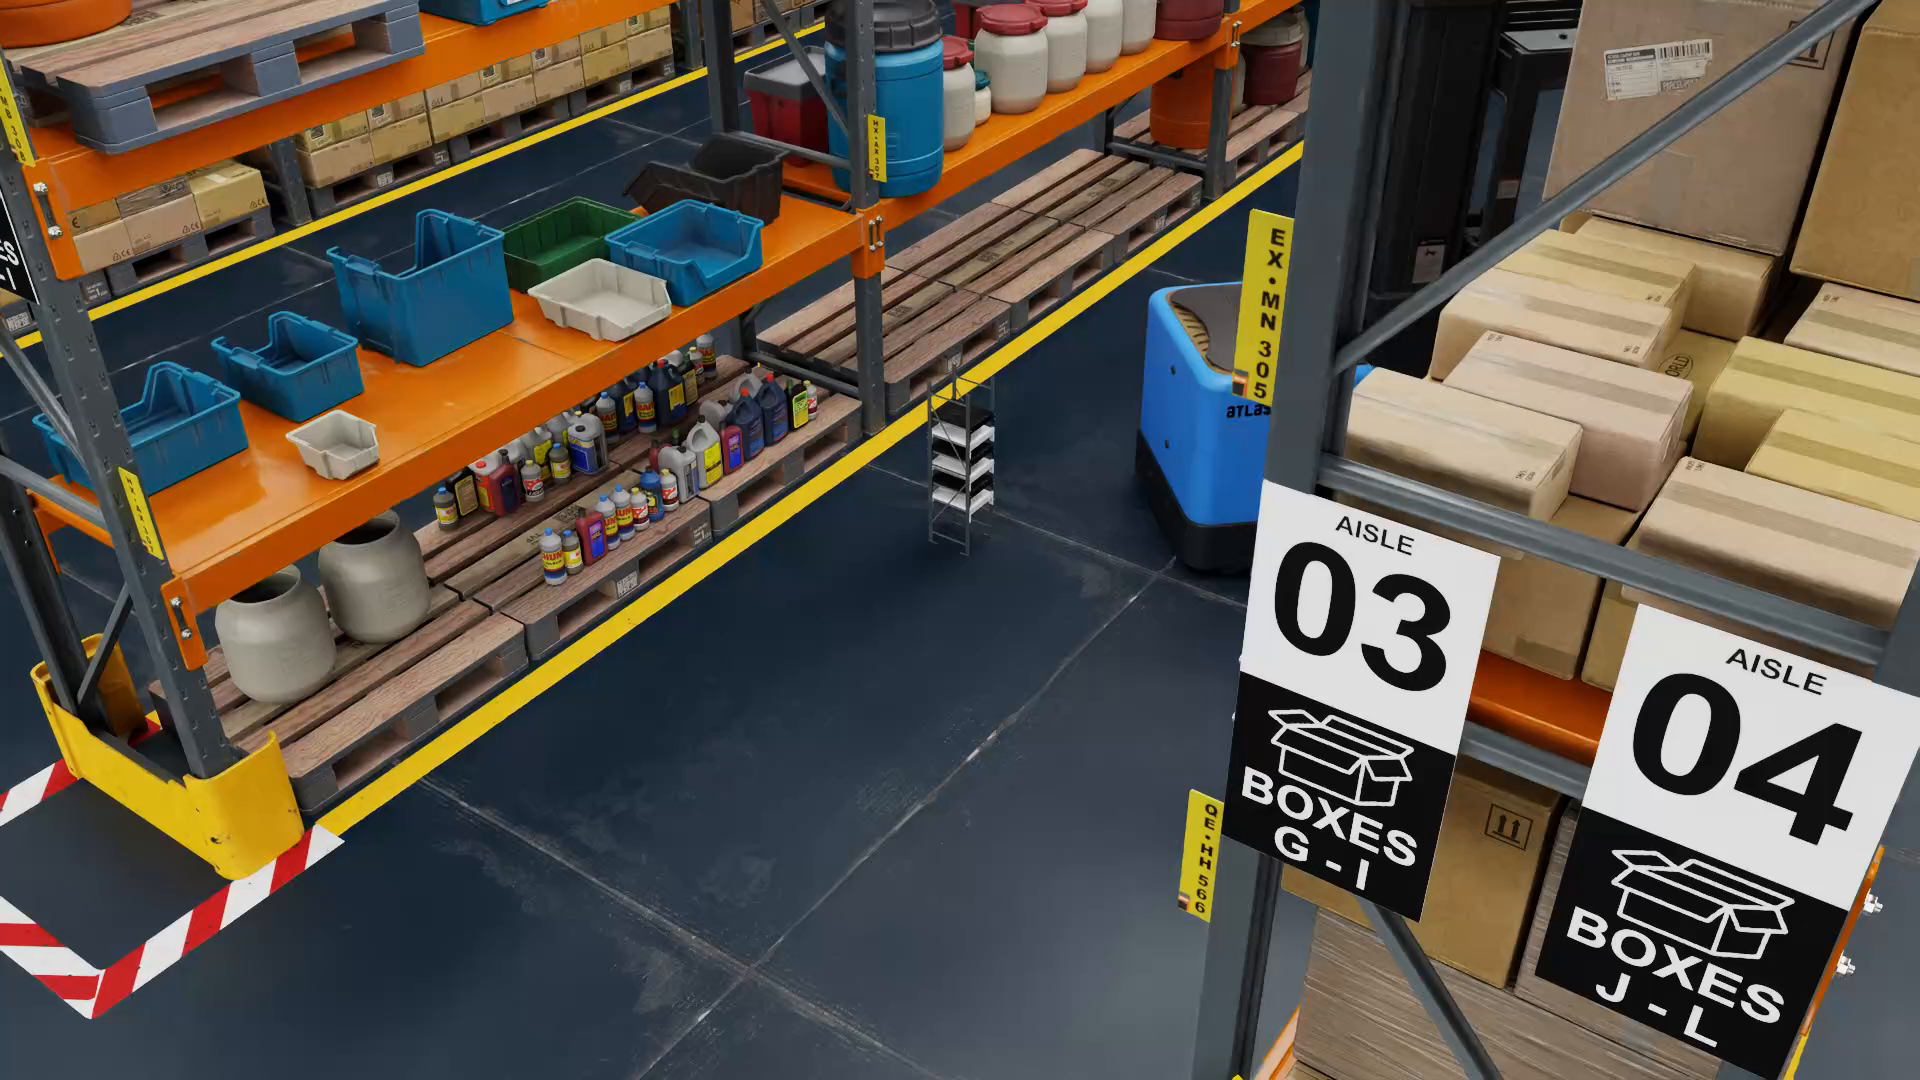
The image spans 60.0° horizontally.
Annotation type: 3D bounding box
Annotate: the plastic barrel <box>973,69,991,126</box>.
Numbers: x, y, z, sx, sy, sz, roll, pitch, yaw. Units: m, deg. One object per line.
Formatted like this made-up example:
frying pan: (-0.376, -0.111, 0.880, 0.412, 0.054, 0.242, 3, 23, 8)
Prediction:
plastic barrel: (0.028, -2.491, 9.380, 0.301, 0.262, 0.301, 0, 34, 0)

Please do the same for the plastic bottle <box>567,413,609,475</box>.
plastic bottle: (-1.868, -0.485, 8.329, 0.152, 0.276, 0.135, 21, 39, 28)

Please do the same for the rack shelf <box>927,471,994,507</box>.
rack shelf: (0.005, -0.274, 8.073, 0.258, 0.077, 0.200, 21, 39, 28)

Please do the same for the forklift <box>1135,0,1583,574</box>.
forklift: (2.478, -1.440, 7.762, 3.031, 2.935, 1.130, -6, 34, -8)

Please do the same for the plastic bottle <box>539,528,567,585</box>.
plastic bottle: (-1.844, 0.065, 7.518, 0.097, 0.271, 0.097, 0, 34, 0)

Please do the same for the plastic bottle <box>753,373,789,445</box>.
plastic bottle: (-0.983, -0.685, 8.557, 0.144, 0.351, 0.185, 20, 39, 27)

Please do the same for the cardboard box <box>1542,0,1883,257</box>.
cardboard box: (1.611, -0.974, 3.534, 0.500, 0.500, 0.500, 21, 39, 28)

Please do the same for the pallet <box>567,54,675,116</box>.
pallet: (-3.141, -3.892, 13.816, 1.003, 0.211, 1.213, 21, 39, 28)

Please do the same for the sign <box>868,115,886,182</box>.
sign: (-0.407, -1.922, 8.168, 0.100, 0.325, 0.005, 21, 39, 28)

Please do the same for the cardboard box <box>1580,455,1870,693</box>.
cardboard box: (1.423, 0.115, 2.859, 0.500, 0.250, 0.500, 23, 40, 30)

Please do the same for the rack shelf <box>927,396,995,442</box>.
rack shelf: (0.005, -0.573, 7.871, 0.258, 0.077, 0.200, 21, 39, 28)

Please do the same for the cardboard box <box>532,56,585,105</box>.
cardboard box: (-3.319, -3.659, 13.063, 0.500, 0.250, 0.500, 22, 40, 29)

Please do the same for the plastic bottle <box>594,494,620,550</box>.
plastic bottle: (-1.648, -0.092, 7.752, 0.097, 0.271, 0.097, 0, 34, 0)

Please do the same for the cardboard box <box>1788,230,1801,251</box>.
cardboard box: (1.866, -0.746, 4.132, 0.500, 0.250, 0.500, 21, 39, 27)

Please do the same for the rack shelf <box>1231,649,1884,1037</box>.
rack shelf: (2.076, -0.431, 4.174, 1.077, 0.370, 4.000, 21, 39, 28)

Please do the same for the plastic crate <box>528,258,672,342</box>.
plastic crate: (-1.570, -1.051, 7.362, 0.530, 0.136, 0.437, 21, 39, 28)

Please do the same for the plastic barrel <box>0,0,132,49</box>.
plastic barrel: (-2.961, -2.006, 5.103, 0.600, 0.830, 0.708, 21, 39, 28)

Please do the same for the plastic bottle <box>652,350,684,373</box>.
plastic bottle: (-1.556, -0.878, 8.910, 0.152, 0.276, 0.135, 23, 40, 30)

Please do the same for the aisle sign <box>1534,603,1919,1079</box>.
aisle sign: (1.147, 0.482, 2.539, 0.394, 0.787, 0.004, 21, 39, 28)

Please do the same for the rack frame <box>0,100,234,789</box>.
rack frame: (-3.133, -0.148, 5.791, 1.000, 3.000, 0.127, 21, 39, 28)

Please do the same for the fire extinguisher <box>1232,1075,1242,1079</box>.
fire extinguisher: (0.492, 1.372, 3.613, 0.296, 0.674, 0.183, 21, 39, 28)

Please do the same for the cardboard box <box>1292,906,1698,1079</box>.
cardboard box: (1.272, 1.025, 3.701, 0.875, 0.500, 0.500, 21, 39, 28)

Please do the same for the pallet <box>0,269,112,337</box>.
pallet: (-6.103, -1.501, 10.281, 1.003, 0.211, 1.213, 21, 39, 28)

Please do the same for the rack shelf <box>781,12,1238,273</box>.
rack shelf: (0.288, -2.611, 10.075, 1.077, 0.370, 4.000, 21, 39, 28)

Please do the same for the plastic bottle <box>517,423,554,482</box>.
plastic bottle: (-2.110, -0.466, 8.234, 0.144, 0.351, 0.185, 23, 40, 30)

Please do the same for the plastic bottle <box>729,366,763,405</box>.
plastic bottle: (-1.102, -0.731, 8.625, 0.144, 0.351, 0.185, 21, 39, 28)

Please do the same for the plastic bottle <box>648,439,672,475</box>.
plastic bottle: (-1.460, -0.380, 8.167, 0.061, 0.283, 0.133, 21, 39, 28)

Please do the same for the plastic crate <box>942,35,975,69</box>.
plastic crate: (-0.092, -2.792, 9.891, 0.450, 0.188, 0.662, 21, 39, 28)

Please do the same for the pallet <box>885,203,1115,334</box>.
pallet: (0.258, -1.771, 10.680, 1.003, 0.211, 1.213, 21, 39, 28)

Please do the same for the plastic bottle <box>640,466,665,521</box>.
plastic bottle: (-1.476, -0.232, 7.958, 0.097, 0.271, 0.097, 0, 34, 0)

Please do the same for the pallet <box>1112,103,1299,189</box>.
pallet: (1.843, -3.050, 12.572, 1.003, 0.211, 1.213, 21, 39, 28)

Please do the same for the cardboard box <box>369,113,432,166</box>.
cardboard box: (-4.194, -2.949, 12.012, 0.500, 0.250, 0.500, 22, 40, 29)

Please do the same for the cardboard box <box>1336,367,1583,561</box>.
cardboard box: (0.837, -0.139, 2.878, 0.380, 0.149, 0.250, 21, 39, 28)

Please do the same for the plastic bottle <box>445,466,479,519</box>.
plastic bottle: (-2.395, -0.250, 7.973, 0.061, 0.283, 0.133, 22, 40, 29)

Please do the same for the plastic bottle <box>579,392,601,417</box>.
plastic bottle: (-1.890, -0.657, 8.576, 0.061, 0.283, 0.133, 23, 40, 30)

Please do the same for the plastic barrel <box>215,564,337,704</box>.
plastic barrel: (-2.821, 0.382, 6.854, 0.421, 0.512, 0.421, 0, 34, 0)

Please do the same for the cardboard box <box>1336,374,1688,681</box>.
cardboard box: (1.002, -0.049, 3.101, 0.500, 0.250, 0.500, 22, 40, 29)

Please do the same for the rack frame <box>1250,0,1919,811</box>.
rack frame: (0.935, -1.051, 1.771, 1.000, 3.000, 0.127, 21, 39, 28)

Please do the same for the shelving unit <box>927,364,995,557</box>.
shelving unit: (0.005, -0.376, 8.003, 0.258, 0.900, 0.210, 21, 39, 28)

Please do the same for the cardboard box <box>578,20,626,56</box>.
cardboard box: (-3.026, -4.119, 13.243, 0.500, 0.311, 0.500, 21, 39, 28)

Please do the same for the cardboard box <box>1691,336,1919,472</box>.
cardboard box: (1.553, -0.208, 2.980, 0.380, 0.149, 0.250, 21, 39, 27)

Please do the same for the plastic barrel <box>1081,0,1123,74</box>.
plastic barrel: (0.777, -3.140, 10.116, 0.421, 0.512, 0.421, 0, 34, 0)

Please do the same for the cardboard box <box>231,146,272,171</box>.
cardboard box: (-4.922, -2.891, 11.927, 0.500, 0.250, 0.500, 21, 39, 28)

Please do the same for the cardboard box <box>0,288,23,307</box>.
cardboard box: (-5.855, -1.632, 10.065, 0.500, 0.250, 0.500, 21, 39, 28)

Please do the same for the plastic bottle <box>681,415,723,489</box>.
plastic bottle: (-1.277, -0.448, 8.207, 0.144, 0.351, 0.185, 21, 39, 28)

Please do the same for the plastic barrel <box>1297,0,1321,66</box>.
plastic barrel: (2.981, -4.404, 13.583, 0.600, 0.901, 0.708, 21, 39, 28)

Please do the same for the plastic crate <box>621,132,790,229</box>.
plastic crate: (-1.256, -1.762, 8.234, 0.767, 0.338, 0.504, 21, 39, 28)

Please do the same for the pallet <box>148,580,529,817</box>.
pallet: (-2.661, 0.585, 7.196, 1.003, 0.211, 1.213, 21, 39, 28)

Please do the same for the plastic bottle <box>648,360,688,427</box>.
plastic bottle: (-1.535, -0.788, 8.710, 0.144, 0.351, 0.185, 21, 39, 28)

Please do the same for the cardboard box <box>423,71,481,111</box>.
cardboard box: (-3.896, -3.417, 12.205, 0.500, 0.311, 0.500, 20, 39, 27)

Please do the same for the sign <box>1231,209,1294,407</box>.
sign: (0.491, -0.361, 2.639, 0.100, 0.325, 0.005, 21, 39, 28)

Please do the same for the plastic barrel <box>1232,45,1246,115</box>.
plastic barrel: (1.942, -3.492, 12.582, 0.421, 0.512, 0.421, 0, 34, 0)

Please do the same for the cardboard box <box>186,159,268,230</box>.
cardboard box: (-5.005, -2.324, 11.089, 0.500, 0.250, 0.500, 21, 39, 28)

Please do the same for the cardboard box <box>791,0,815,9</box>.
cardboard box: (-1.561, -5.150, 15.027, 0.500, 0.500, 0.500, 21, 39, 28)

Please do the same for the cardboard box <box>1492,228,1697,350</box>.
cardboard box: (1.272, -0.505, 3.419, 0.380, 0.149, 0.250, 21, 40, 28)

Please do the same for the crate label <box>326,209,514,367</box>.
crate label: (-2.306, -1.096, 7.161, 0.502, 0.435, 0.616, 21, 39, 28)

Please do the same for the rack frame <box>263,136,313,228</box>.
rack frame: (-4.920, -3.572, 10.855, 1.000, 3.000, 0.127, 21, 39, 28)
